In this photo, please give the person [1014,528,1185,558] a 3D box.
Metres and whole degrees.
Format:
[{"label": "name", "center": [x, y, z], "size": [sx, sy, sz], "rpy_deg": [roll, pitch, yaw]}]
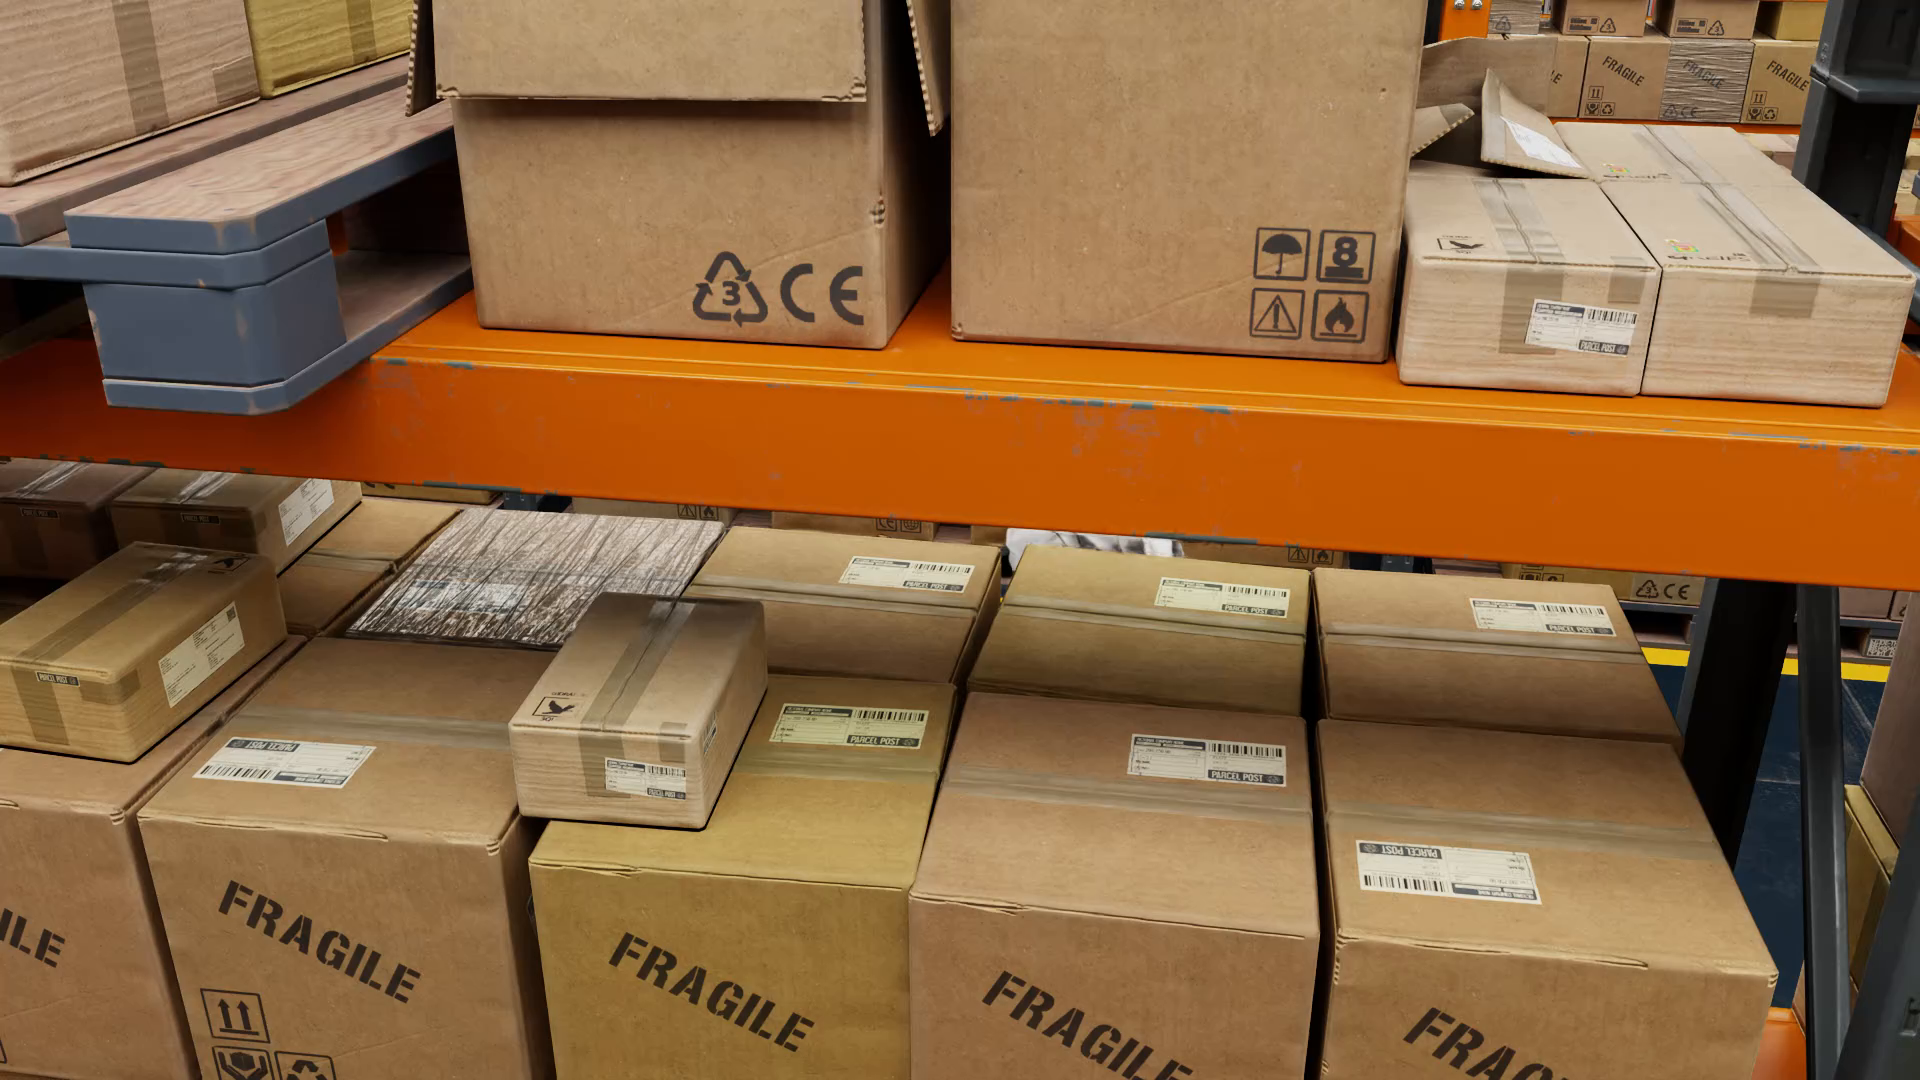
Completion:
[{"label": "person", "center": [0.651, 0.148, 6.325], "size": [0.903, 1.215, 0.428], "rpy_deg": [3, 25, 6]}]
